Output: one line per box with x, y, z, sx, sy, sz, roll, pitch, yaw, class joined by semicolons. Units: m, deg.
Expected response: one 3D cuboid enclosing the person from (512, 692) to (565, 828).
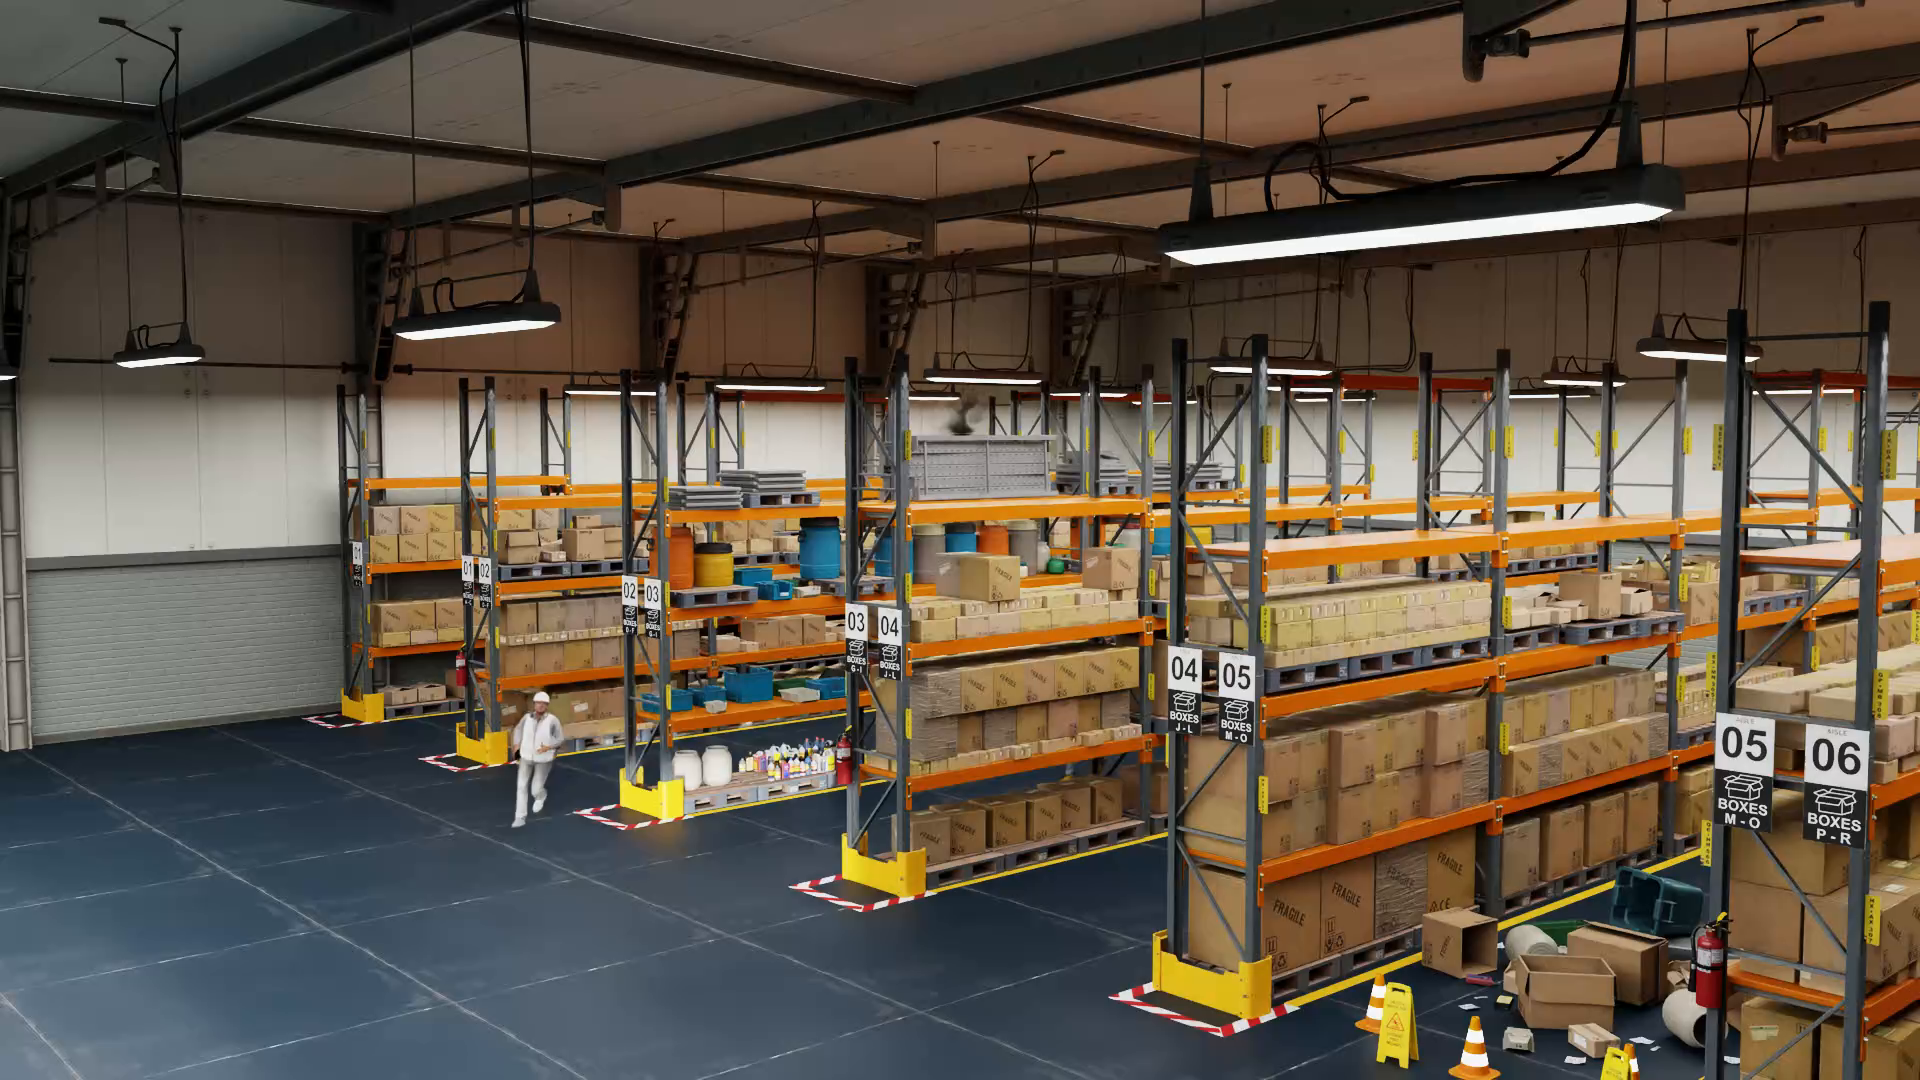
-5.534;2.855;21.823;0.701;1.738;0.894;0;4;2;person

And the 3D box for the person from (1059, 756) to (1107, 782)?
1.791;2.664;24.440;0.936;1.749;0.708;-4;5;-45;person
